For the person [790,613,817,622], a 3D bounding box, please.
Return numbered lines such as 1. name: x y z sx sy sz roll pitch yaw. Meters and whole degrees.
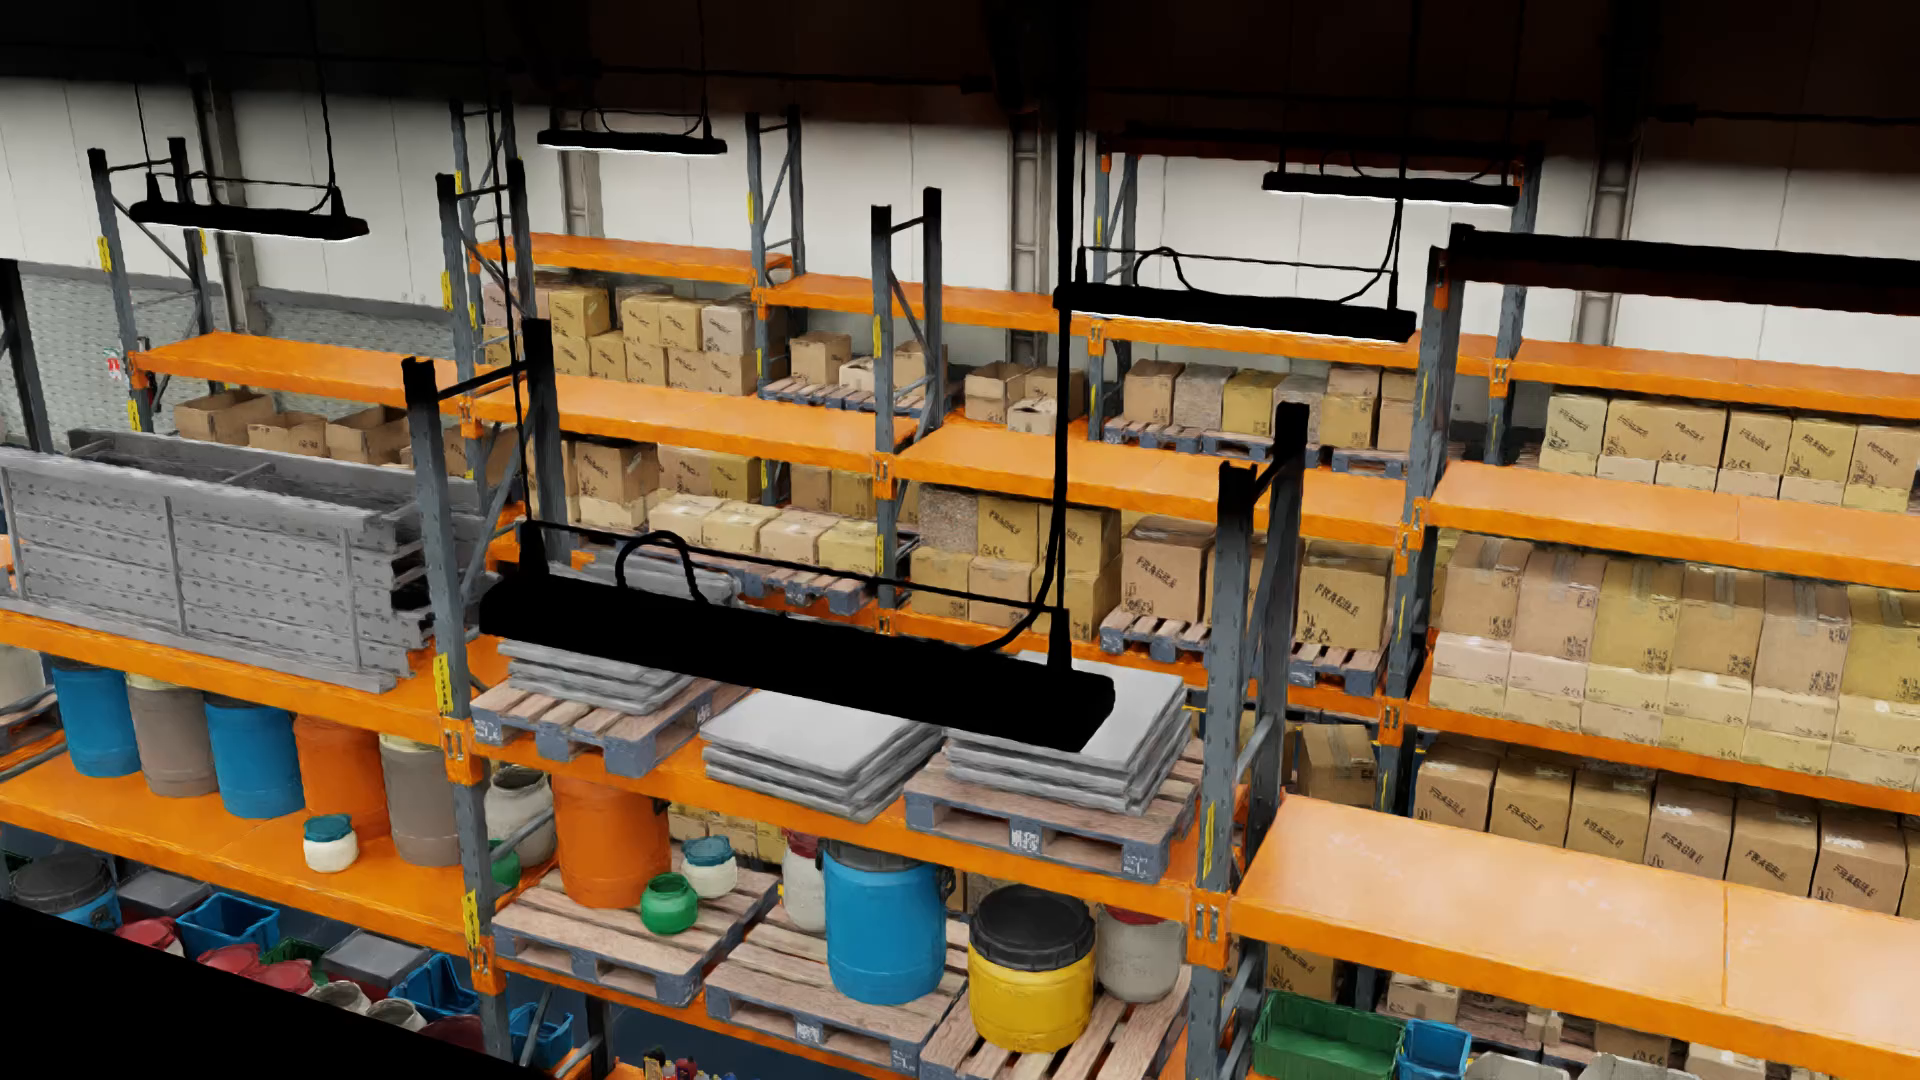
1. person: -1.500 1.475 16.453 1.089 1.590 0.488 8 22 20
